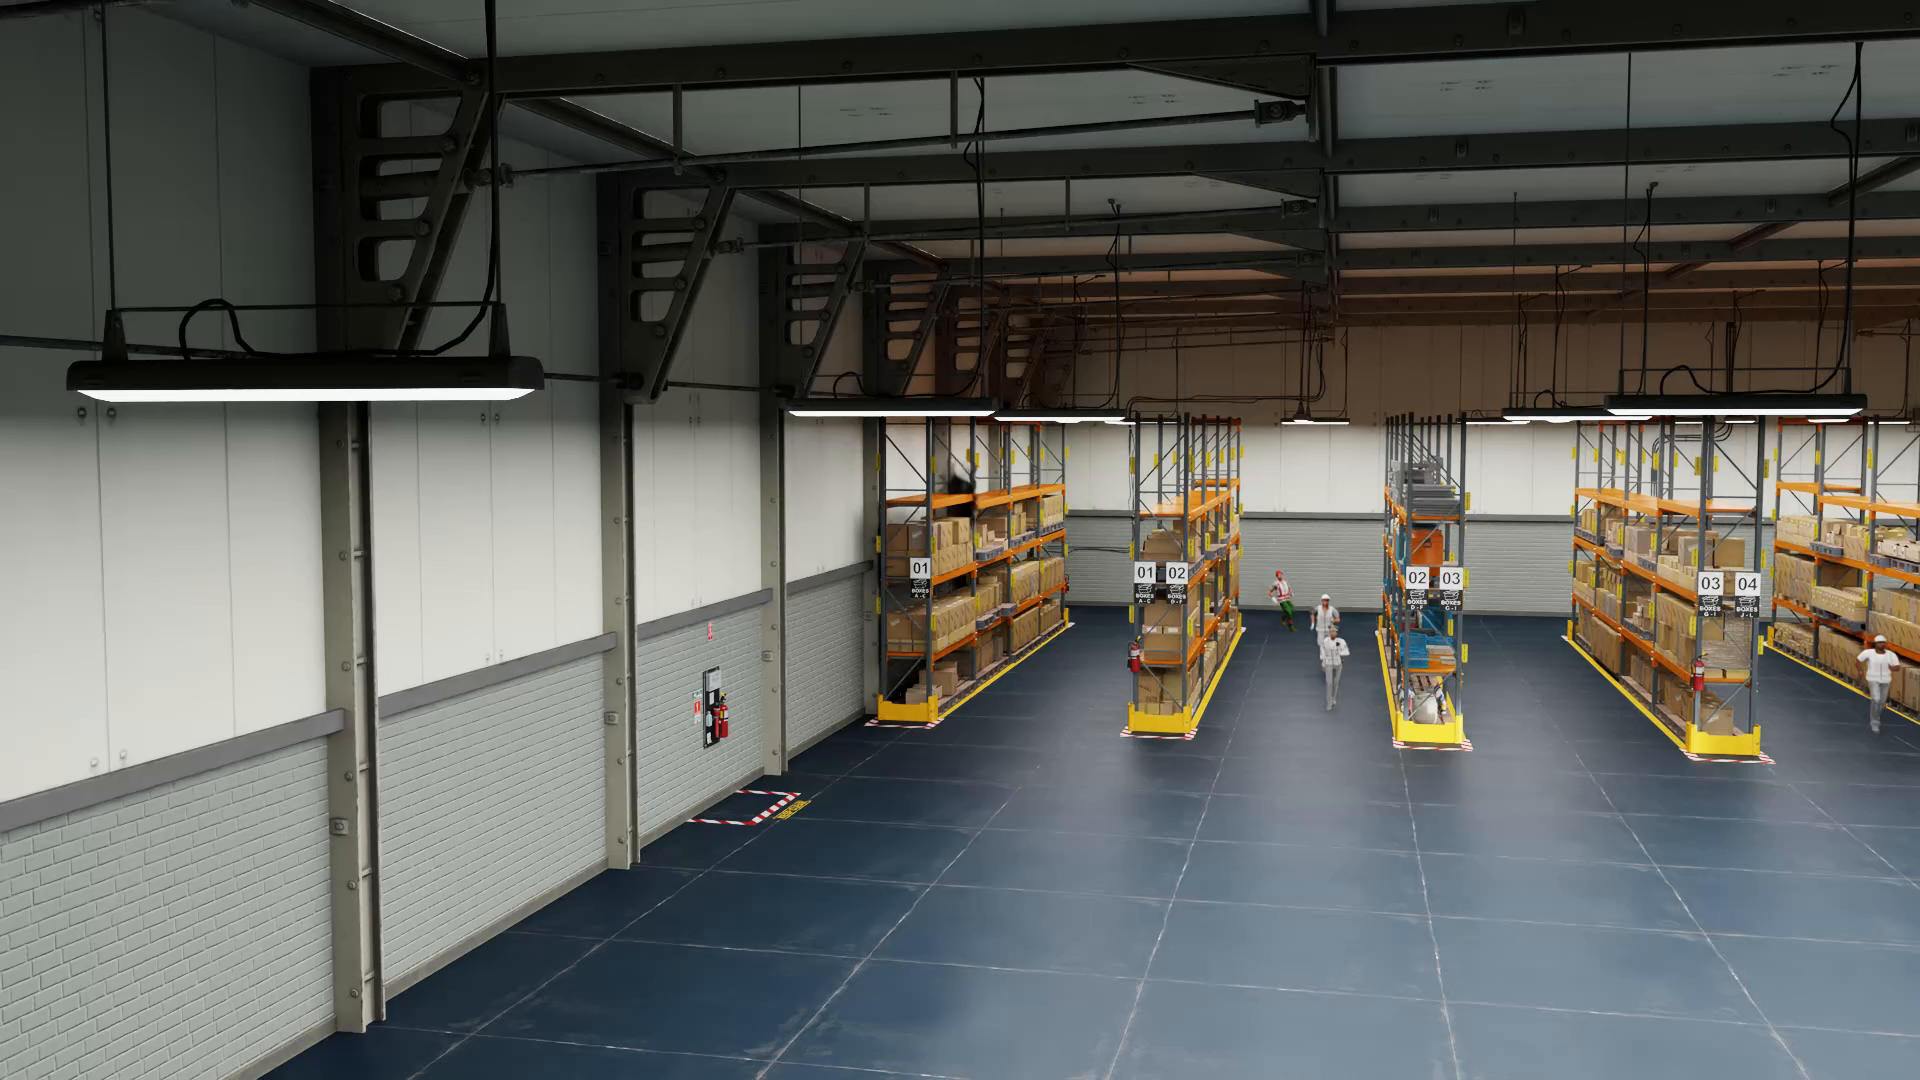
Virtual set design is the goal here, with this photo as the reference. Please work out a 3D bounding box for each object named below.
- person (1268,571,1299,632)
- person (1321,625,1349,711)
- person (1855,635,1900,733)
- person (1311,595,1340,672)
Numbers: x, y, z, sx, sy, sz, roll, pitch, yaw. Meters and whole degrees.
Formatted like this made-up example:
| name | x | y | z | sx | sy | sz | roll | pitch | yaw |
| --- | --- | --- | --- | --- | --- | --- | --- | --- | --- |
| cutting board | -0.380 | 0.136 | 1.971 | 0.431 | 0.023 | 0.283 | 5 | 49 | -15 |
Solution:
| name | x | y | z | sx | sy | sz | roll | pitch | yaw |
| --- | --- | --- | --- | --- | --- | --- | --- | --- | --- |
| person | 9.067 | 1.716 | 46.578 | 0.733 | 1.712 | 0.785 | -2 | 5 | -31 |
| person | 7.648 | 2.590 | 33.946 | 0.584 | 1.754 | 0.760 | 1 | 4 | 15 |
| person | 17.383 | 2.709 | 31.474 | 0.674 | 1.828 | 0.782 | 1 | 4 | 10 |
| person | 8.581 | 2.155 | 39.072 | 0.661 | 1.768 | 0.993 | 0 | 4 | 7 |
